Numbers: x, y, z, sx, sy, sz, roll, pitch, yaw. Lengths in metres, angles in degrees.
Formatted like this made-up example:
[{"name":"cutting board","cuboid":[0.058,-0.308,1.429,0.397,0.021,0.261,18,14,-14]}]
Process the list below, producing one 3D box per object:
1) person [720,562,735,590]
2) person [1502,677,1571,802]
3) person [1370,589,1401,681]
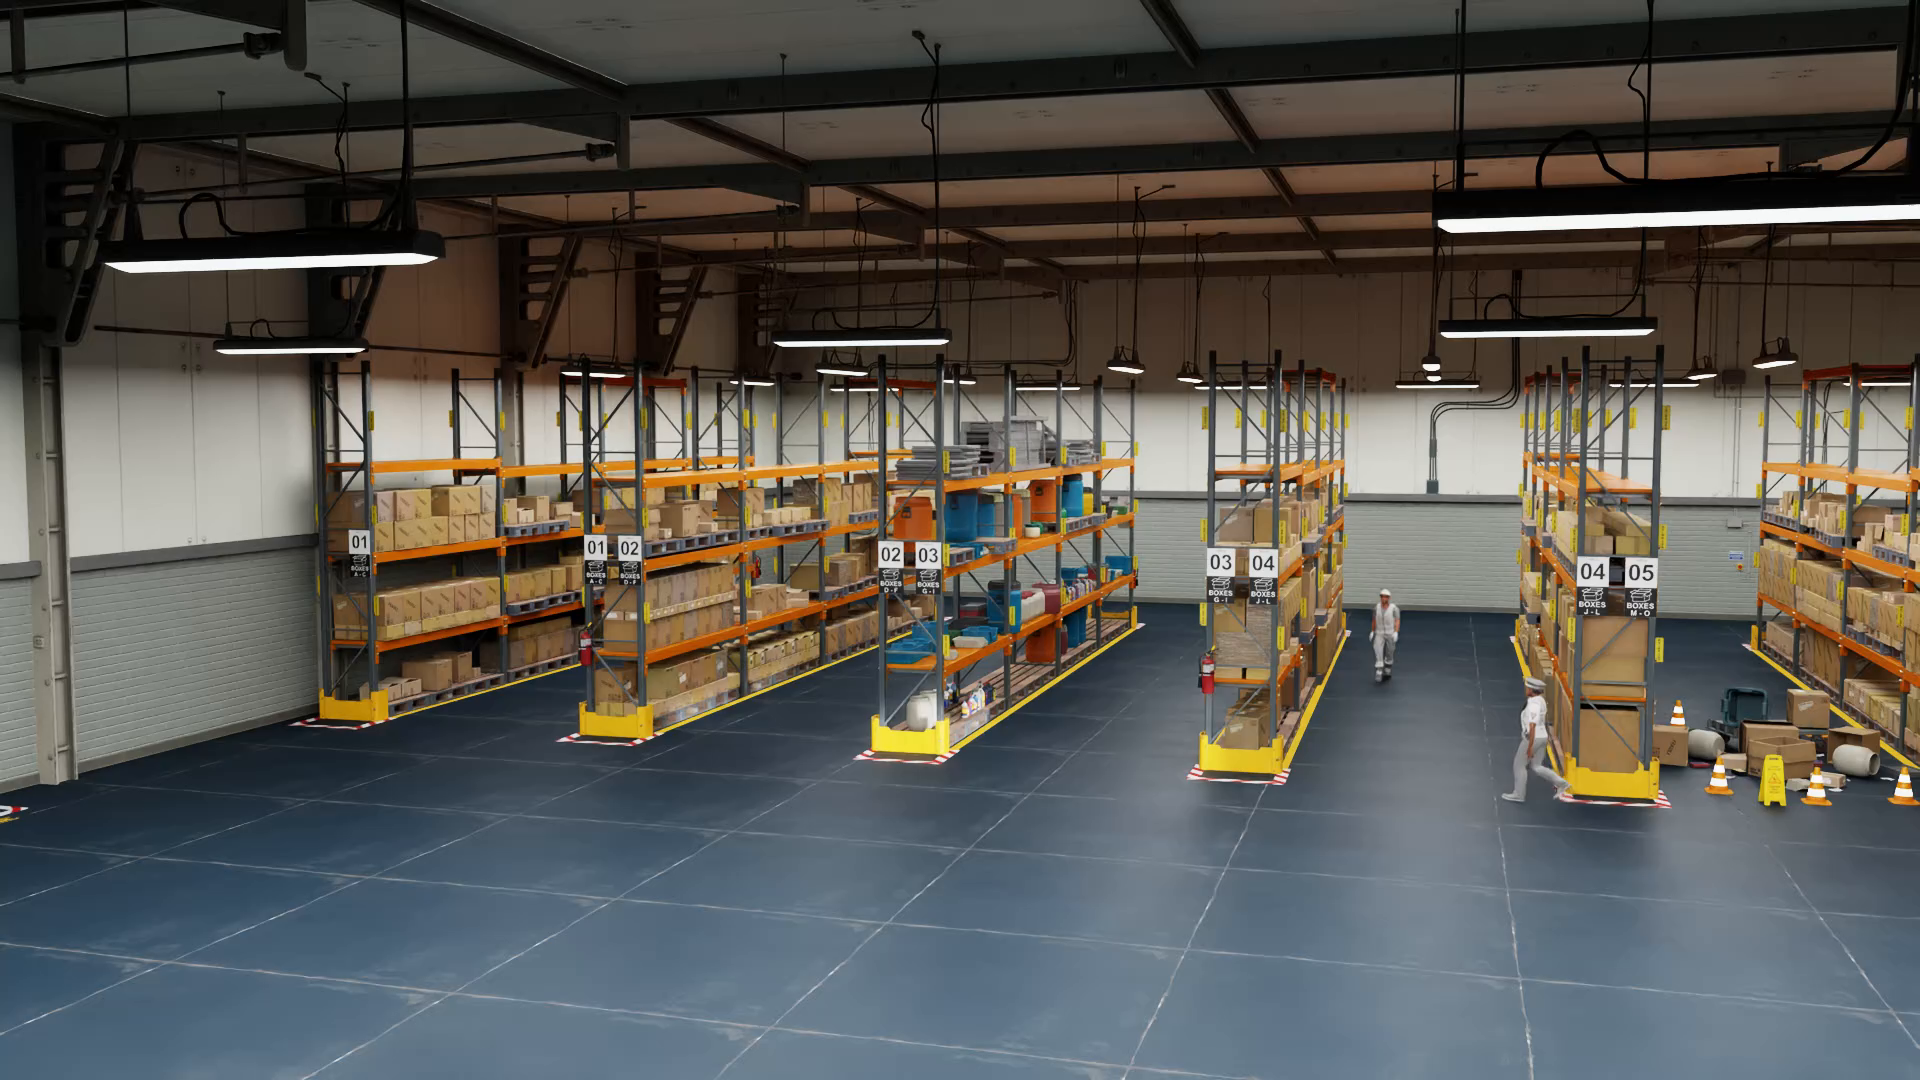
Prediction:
[{"name":"person","cuboid":[-5.515,1.372,38.312,0.672,1.720,1.039,1,4,17]},{"name":"person","cuboid":[7.565,2.619,21.761,0.838,1.631,0.545,3,5,36]},{"name":"person","cuboid":[8.180,1.817,32.037,0.580,1.724,1.034,1,4,17]}]
